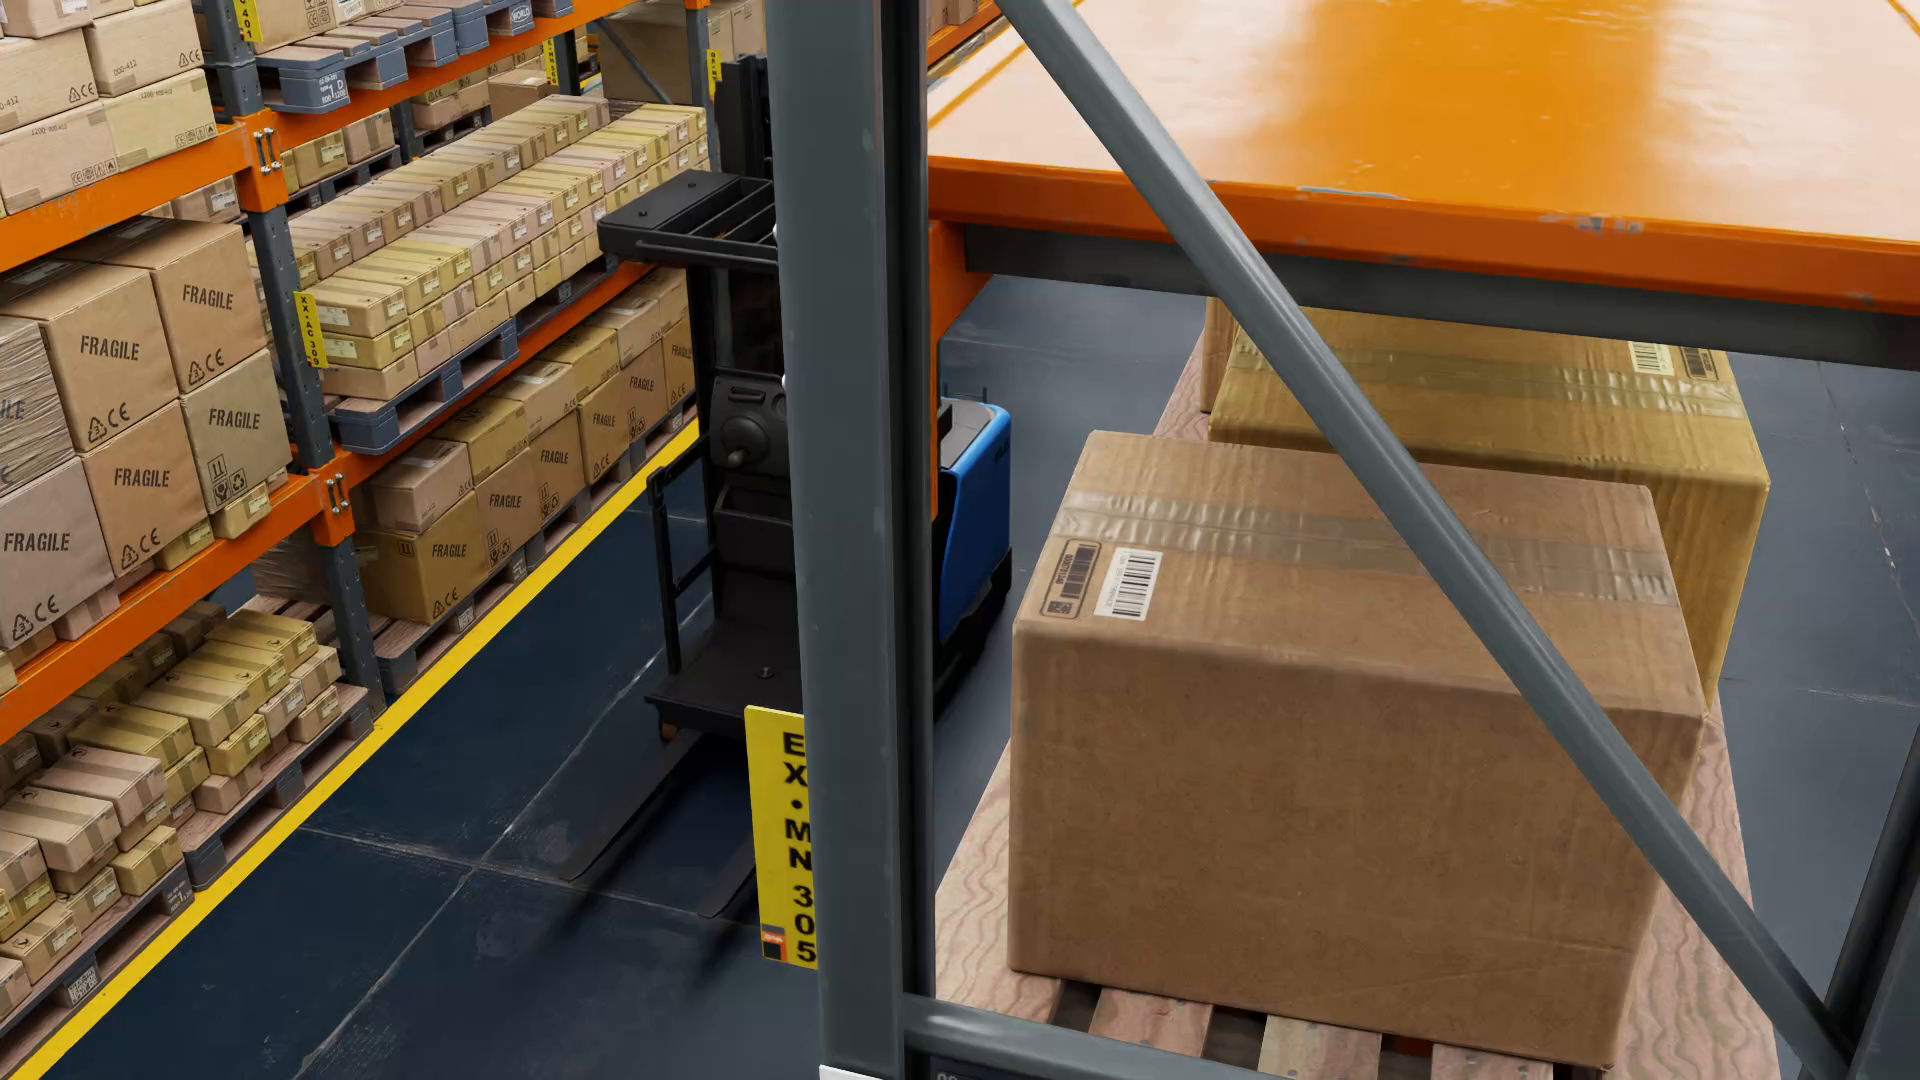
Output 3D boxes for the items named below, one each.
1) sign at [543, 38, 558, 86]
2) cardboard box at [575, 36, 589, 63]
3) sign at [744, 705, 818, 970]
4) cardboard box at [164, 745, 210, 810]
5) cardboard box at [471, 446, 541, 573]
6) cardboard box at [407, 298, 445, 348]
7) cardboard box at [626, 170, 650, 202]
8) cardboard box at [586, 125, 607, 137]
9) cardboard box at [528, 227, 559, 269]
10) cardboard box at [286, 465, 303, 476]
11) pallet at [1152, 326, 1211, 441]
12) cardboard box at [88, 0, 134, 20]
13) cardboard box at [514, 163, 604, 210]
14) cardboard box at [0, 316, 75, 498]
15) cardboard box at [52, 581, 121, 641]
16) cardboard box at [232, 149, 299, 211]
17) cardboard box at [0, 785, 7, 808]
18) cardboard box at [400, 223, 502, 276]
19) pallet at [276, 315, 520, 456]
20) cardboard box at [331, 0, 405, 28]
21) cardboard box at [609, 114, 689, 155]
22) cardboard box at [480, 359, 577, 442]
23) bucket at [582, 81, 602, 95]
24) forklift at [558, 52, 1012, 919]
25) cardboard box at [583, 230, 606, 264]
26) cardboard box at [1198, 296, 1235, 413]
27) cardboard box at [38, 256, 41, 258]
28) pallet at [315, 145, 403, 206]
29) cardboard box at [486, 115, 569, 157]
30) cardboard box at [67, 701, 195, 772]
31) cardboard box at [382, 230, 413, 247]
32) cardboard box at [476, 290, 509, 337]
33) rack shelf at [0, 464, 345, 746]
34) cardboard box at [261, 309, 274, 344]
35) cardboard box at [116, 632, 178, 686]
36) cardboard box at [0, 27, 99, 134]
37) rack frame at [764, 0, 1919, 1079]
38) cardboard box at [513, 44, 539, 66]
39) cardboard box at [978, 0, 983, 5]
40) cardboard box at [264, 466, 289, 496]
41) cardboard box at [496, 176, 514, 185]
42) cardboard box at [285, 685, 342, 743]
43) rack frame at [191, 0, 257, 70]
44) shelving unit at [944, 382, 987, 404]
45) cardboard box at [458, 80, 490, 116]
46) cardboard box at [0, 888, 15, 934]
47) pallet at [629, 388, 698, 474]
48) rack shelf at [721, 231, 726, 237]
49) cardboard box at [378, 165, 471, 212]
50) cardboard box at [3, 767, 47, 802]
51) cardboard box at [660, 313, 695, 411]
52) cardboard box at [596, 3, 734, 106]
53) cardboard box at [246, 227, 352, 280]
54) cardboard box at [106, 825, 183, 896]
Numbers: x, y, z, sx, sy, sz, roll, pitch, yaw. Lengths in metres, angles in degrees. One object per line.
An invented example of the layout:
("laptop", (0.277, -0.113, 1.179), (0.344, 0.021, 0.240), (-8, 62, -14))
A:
("sign", (-2.543, -2.998, 10.362), (0.100, 0.325, 0.005), (8, 30, 15))
("cardboard box", (-4.412, -5.348, 18.175), (0.500, 0.250, 0.500), (8, 30, 15))
("sign", (-0.162, 0.311, 1.690), (0.100, 0.325, 0.005), (8, 30, 15))
("cardboard box", (-3.271, 0.926, 6.695), (0.380, 0.149, 0.250), (9, 30, 15))
("cardboard box", (-2.561, -0.198, 8.660), (0.500, 0.500, 0.500), (10, 31, 17))
("cardboard box", (-2.556, -0.997, 7.478), (0.380, 0.149, 0.250), (8, 30, 14))
("cardboard box", (-1.946, -1.960, 9.209), (0.380, 0.149, 0.250), (9, 30, 15))
("cardboard box", (-2.345, -2.422, 10.039), (0.380, 0.149, 0.250), (10, 31, 17))
("cardboard box", (-2.250, -1.487, 8.358), (0.380, 0.149, 0.250), (8, 30, 14))
("cardboard box", (-3.209, -0.356, 8.173), (0.500, 0.250, 0.500), (8, 30, 14))
("pallet", (0.916, -0.129, 3.402), (1.003, 0.211, 1.213), (8, 30, 15))
("cardboard box", (-3.084, -1.885, 5.696), (0.380, 0.149, 0.250), (9, 30, 16))
("cardboard box", (-2.099, -1.854, 8.712), (0.380, 0.149, 0.250), (10, 31, 17))
("cardboard box", (-3.375, -0.432, 5.504), (0.500, 0.500, 0.500), (9, 30, 16))
("cardboard box", (-3.303, 0.218, 6.030), (0.380, 0.149, 0.250), (7, 30, 13))
("cardboard box", (-6.161, -3.066, 13.946), (0.950, 0.372, 0.625), (10, 30, 17))
("cardboard box", (-3.858, 0.991, 6.271), (0.380, 0.149, 0.250), (7, 30, 13))
("cardboard box", (-2.401, -1.371, 7.844), (0.380, 0.149, 0.250), (8, 30, 14))
("pallet", (-2.822, -0.806, 7.811), (1.003, 0.211, 1.213), (8, 30, 15))
("cardboard box", (-2.726, -2.390, 7.034), (0.500, 0.311, 0.500), (8, 30, 14))
("cardboard box", (-1.793, -2.338, 9.582), (0.380, 0.149, 0.250), (8, 30, 14))
("cardboard box", (-2.408, -0.764, 8.906), (0.500, 0.250, 0.500), (10, 31, 17))
("bucket", (-3.001, -3.899, 14.977), (0.726, 0.611, 0.620), (20, 45, 32))
("forklift", (-0.720, -0.413, 6.978), (1.130, 2.935, 3.031), (10, 31, 18))
("cardboard box", (-2.098, -1.598, 8.863), (0.380, 0.149, 0.250), (9, 30, 16))
("cardboard box", (0.903, -0.538, 3.409), (0.700, 0.500, 0.500), (10, 31, 17))
("cardboard box", (-3.551, -0.991, 6.509), (0.500, 0.500, 0.500), (9, 30, 16))
("pallet", (-5.826, -3.352, 15.058), (1.003, 0.211, 1.213), (8, 30, 15))
("cardboard box", (-2.485, -2.322, 9.553), (0.380, 0.149, 0.250), (8, 30, 15))
("cardboard box", (-3.295, 0.800, 6.615), (0.380, 0.149, 0.250), (9, 30, 17))
("cardboard box", (-2.952, -1.458, 8.306), (0.380, 0.149, 0.250), (7, 30, 12))
("cardboard box", (-2.403, -1.108, 7.983), (0.380, 0.149, 0.250), (9, 30, 15))
("rack shelf", (-3.773, 0.688, 5.667), (1.077, 0.370, 4.000), (8, 30, 15))
("cardboard box", (-3.257, -0.972, 7.432), (0.380, 0.149, 0.250), (9, 30, 16))
("cardboard box", (-3.622, 0.497, 7.160), (0.380, 0.149, 0.250), (10, 31, 17))
("cardboard box", (-3.242, -1.528, 5.466), (0.500, 0.250, 0.500), (7, 30, 13))
("rack frame", (0.349, -0.564, 1.007), (0.949, 2.616, 0.053), (8, 30, 15))
("cardboard box", (-4.715, -5.215, 17.164), (0.500, 0.500, 0.500), (8, 30, 14))
("cardboard box", (-0.270, -5.265, 15.475), (0.875, 0.550, 0.500), (8, 30, 15))
("cardboard box", (-3.046, -0.279, 6.925), (0.380, 0.149, 0.250), (8, 30, 14))
("cardboard box", (-2.646, -1.938, 9.169), (0.380, 0.149, 0.250), (9, 30, 15))
("cardboard box", (-2.975, 0.738, 7.339), (0.380, 0.149, 0.250), (9, 30, 16))
("rack frame", (-3.185, -3.177, 5.704), (1.000, 3.000, 0.127), (8, 30, 15))
("shelving unit", (-0.002, -0.389, 9.024), (0.258, 0.900, 0.210), (8, 30, 15))
("cardboard box", (-5.022, -4.400, 16.470), (0.500, 0.250, 0.500), (10, 31, 18))
("cardboard box", (-3.514, 1.296, 5.723), (0.380, 0.149, 0.250), (9, 30, 16))
("pallet", (-2.242, -0.833, 10.530), (1.003, 0.211, 1.213), (8, 30, 15))
("rack shelf", (-1.424, -3.029, 12.350), (1.077, 0.370, 4.000), (8, 30, 15))
("cardboard box", (-2.793, -1.834, 8.677), (0.380, 0.149, 0.250), (8, 30, 14))
("cardboard box", (-3.809, 0.998, 6.565), (0.380, 0.149, 0.250), (10, 31, 17))
("cardboard box", (-1.955, -1.162, 10.393), (0.500, 0.500, 0.500), (8, 30, 15))
("cardboard box", (-1.870, -3.102, 10.609), (0.700, 0.500, 0.500), (8, 30, 15))
("cardboard box", (-3.098, -1.348, 7.803), (0.380, 0.149, 0.250), (8, 30, 13))
("cardboard box", (-3.279, 1.219, 6.474), (0.380, 0.149, 0.250), (8, 30, 15))
